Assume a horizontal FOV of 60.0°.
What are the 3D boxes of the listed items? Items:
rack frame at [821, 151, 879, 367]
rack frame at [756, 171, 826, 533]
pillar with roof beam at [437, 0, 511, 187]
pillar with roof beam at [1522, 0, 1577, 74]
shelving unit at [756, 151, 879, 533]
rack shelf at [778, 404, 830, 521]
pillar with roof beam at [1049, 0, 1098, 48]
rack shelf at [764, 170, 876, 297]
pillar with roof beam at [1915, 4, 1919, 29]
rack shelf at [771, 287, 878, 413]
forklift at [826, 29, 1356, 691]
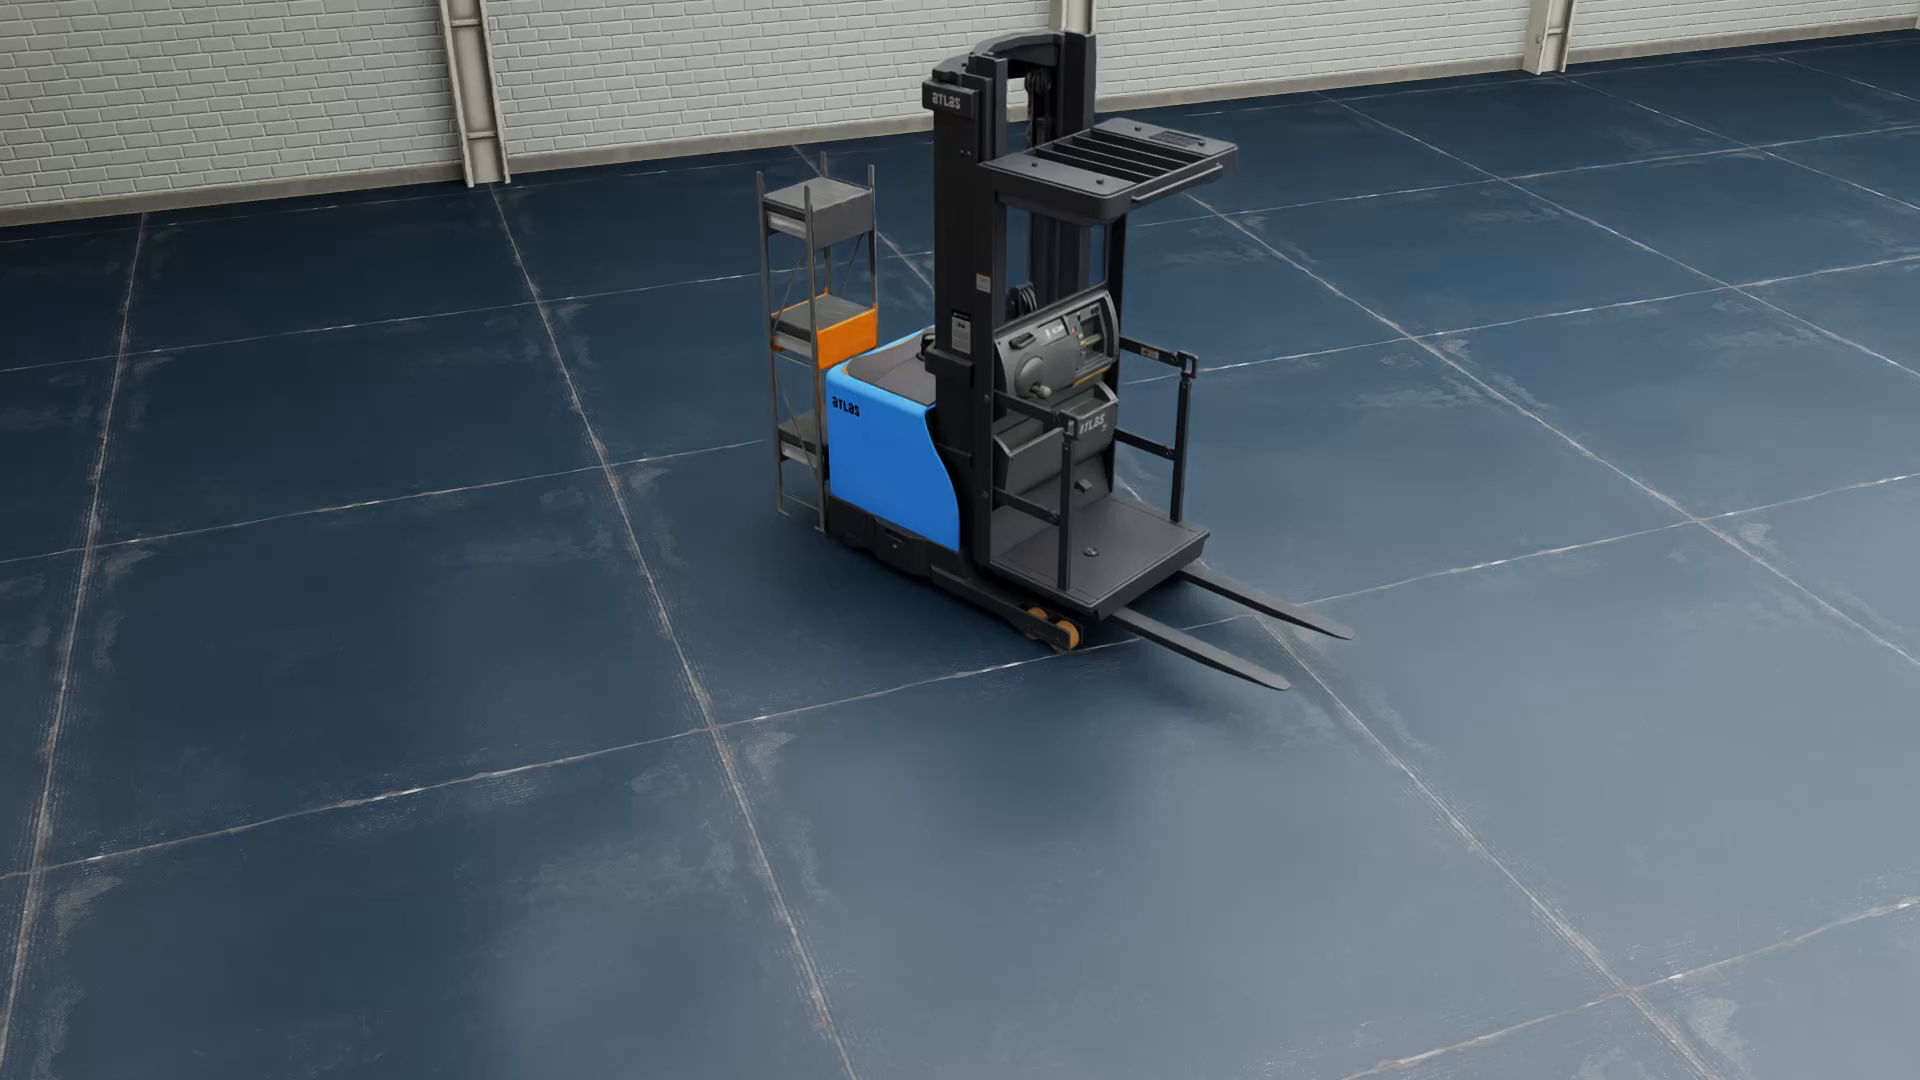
[{"bbox_3d":[-0.628,-1.204,9.743,0.400,2.100,0.015,23,37,35],"label":"rack frame"},{"bbox_3d":[-0.948,-1.022,9.423,0.400,2.100,0.015,23,37,35],"label":"rack frame"},{"bbox_3d":[-2.965,-5.313,9.985,0.400,9.000,9.100,-10,31,-18],"label":"pillar with roof beam"},{"bbox_3d":[8.282,-7.384,13.620,0.400,9.000,9.100,-10,31,-18],"label":"pillar with roof beam"},{"bbox_3d":[-0.788,-1.113,9.583,0.431,2.100,0.503,23,37,35],"label":"shelving unit"},{"bbox_3d":[-0.788,-0.493,9.936,0.431,0.518,0.480,23,37,35],"label":"rack shelf"},{"bbox_3d":[2.659,-6.348,11.802,0.400,9.000,9.100,-10,31,-18],"label":"pillar with roof beam"},{"bbox_3d":[-0.788,-1.710,9.243,0.431,0.518,0.480,23,37,35],"label":"rack shelf"},{"bbox_3d":[13.906,-8.420,15.438,0.400,9.000,9.100,-10,31,-18],"label":"pillar with roof beam"},{"bbox_3d":[-0.788,-1.101,9.589,0.431,0.518,0.480,23,37,35],"label":"rack shelf"},{"bbox_3d":[0.667,-0.976,8.503,3.031,2.935,1.130,24,37,36],"label":"forklift"}]
